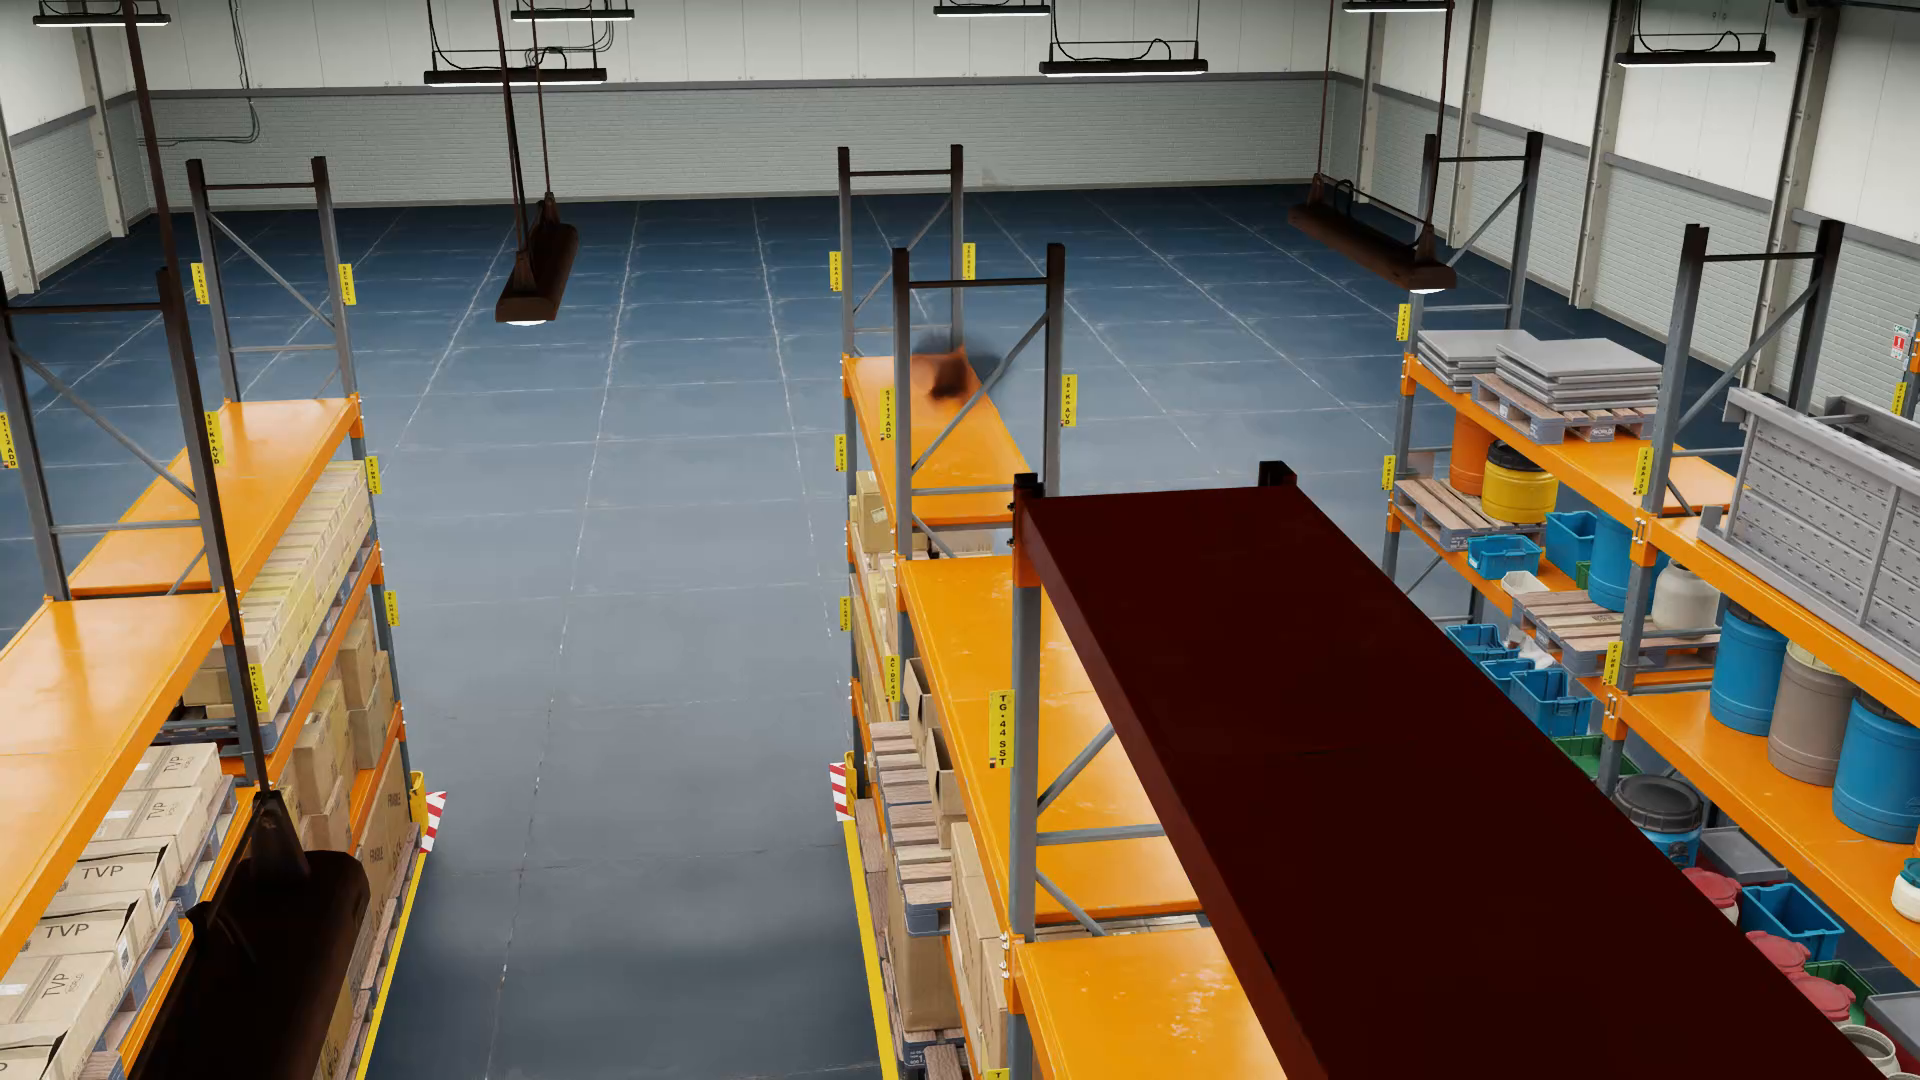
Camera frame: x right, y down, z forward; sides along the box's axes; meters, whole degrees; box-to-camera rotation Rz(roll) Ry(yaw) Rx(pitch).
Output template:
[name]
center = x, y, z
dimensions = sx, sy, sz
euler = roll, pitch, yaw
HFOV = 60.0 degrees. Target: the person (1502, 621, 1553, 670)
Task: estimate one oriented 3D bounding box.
[person]
center = 5.607, 1.203, 16.285
dimensions = 0.725, 1.741, 0.776
euler = -10, 24, -24
